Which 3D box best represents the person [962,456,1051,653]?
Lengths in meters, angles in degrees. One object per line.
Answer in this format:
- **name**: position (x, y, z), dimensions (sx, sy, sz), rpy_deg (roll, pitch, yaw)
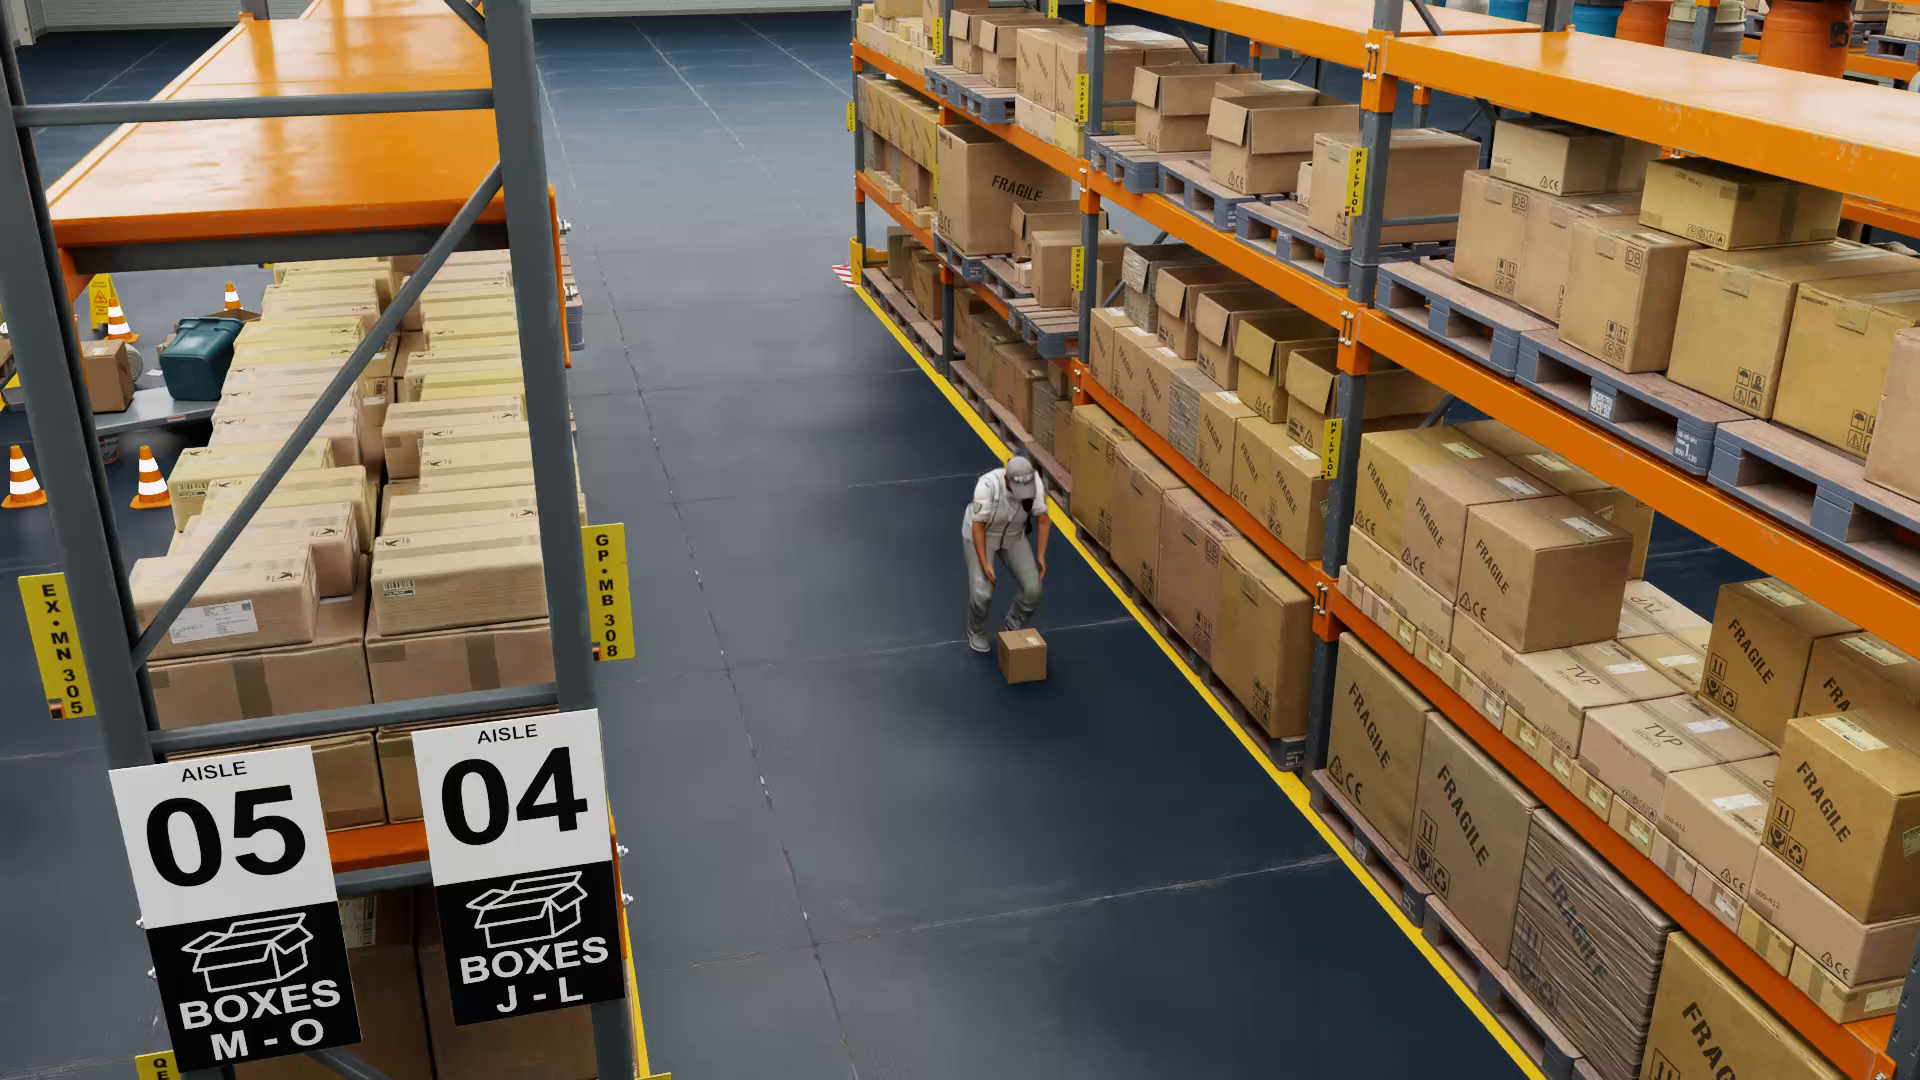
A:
- **person**: position (0.307, 0.050, 10.821), dimensions (0.535, 1.406, 0.710), rpy_deg (-6, 24, -14)
